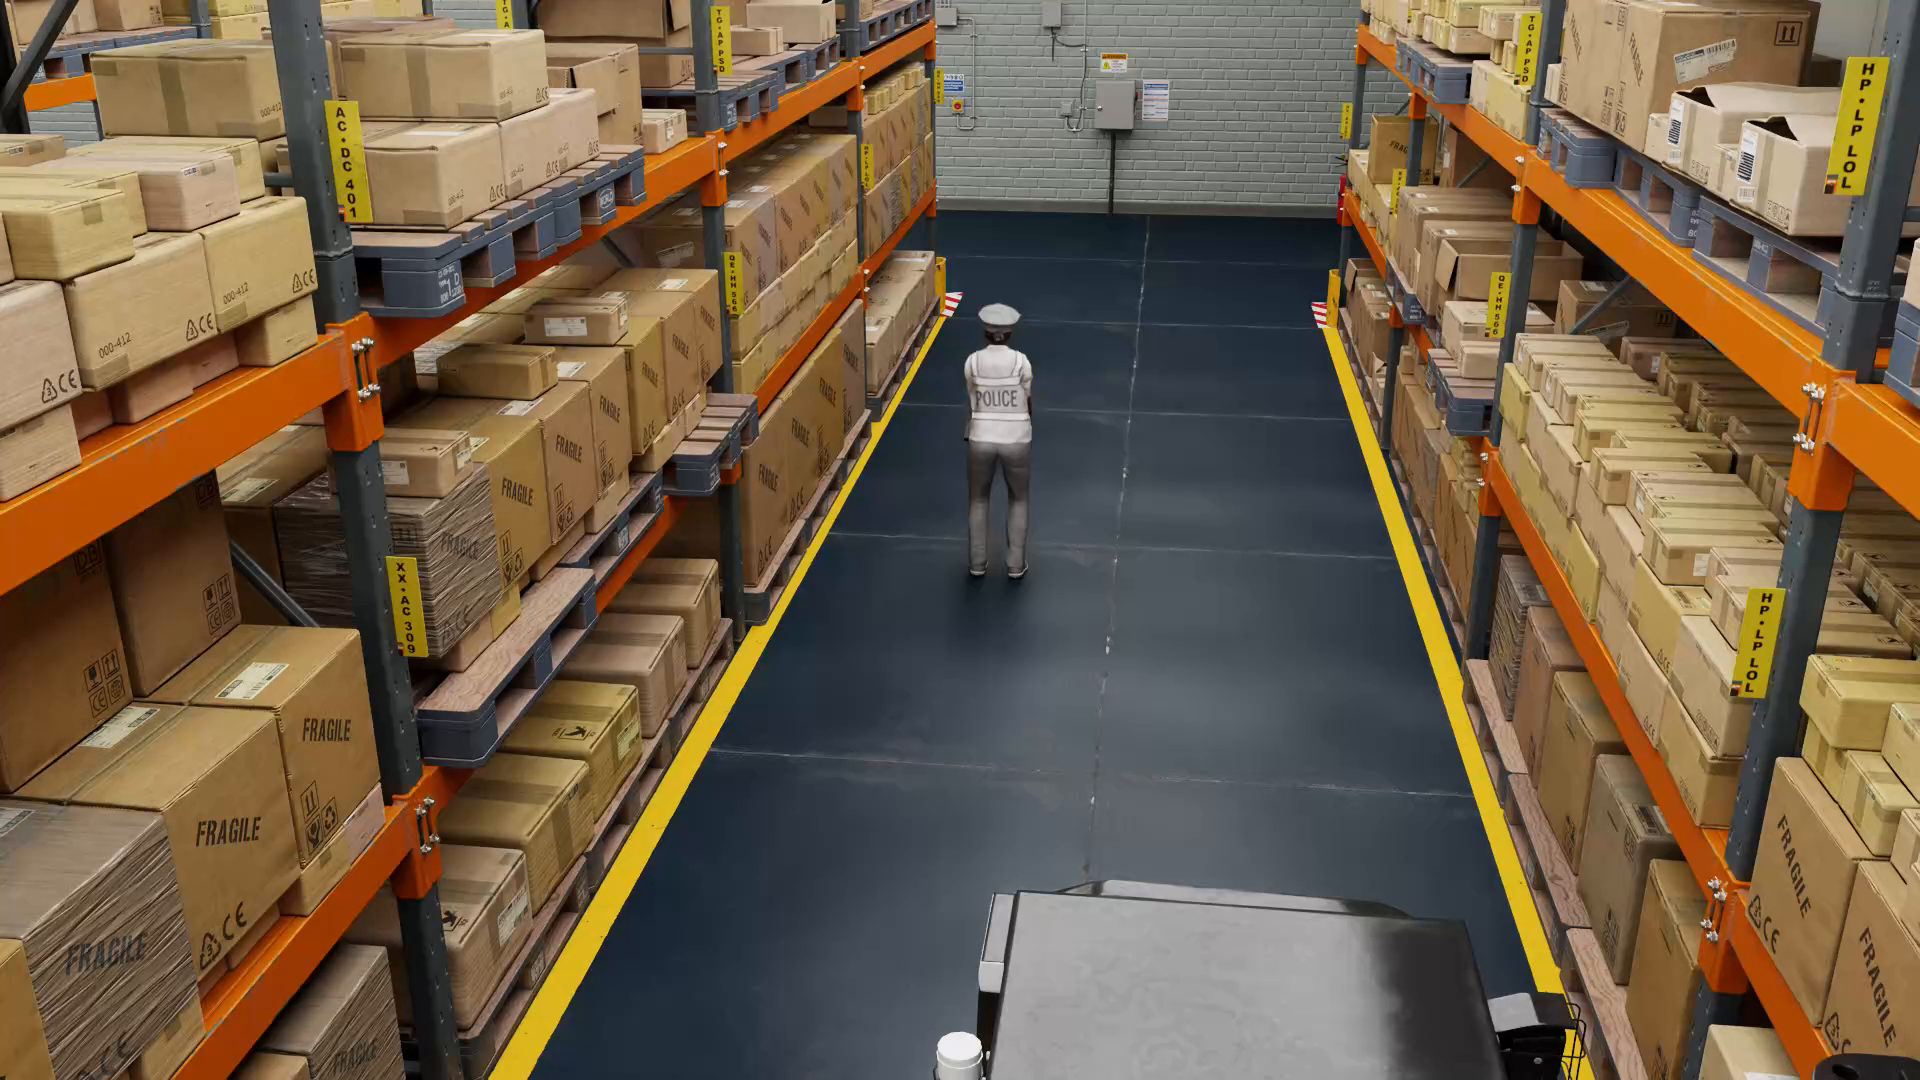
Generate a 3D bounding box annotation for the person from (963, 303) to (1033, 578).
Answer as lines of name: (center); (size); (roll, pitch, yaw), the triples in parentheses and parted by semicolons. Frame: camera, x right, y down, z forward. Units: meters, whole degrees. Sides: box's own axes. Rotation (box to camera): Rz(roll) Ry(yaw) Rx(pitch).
person: (0.235, -0.602, 10.144); (0.416, 1.660, 0.544); (2, 21, 5)
